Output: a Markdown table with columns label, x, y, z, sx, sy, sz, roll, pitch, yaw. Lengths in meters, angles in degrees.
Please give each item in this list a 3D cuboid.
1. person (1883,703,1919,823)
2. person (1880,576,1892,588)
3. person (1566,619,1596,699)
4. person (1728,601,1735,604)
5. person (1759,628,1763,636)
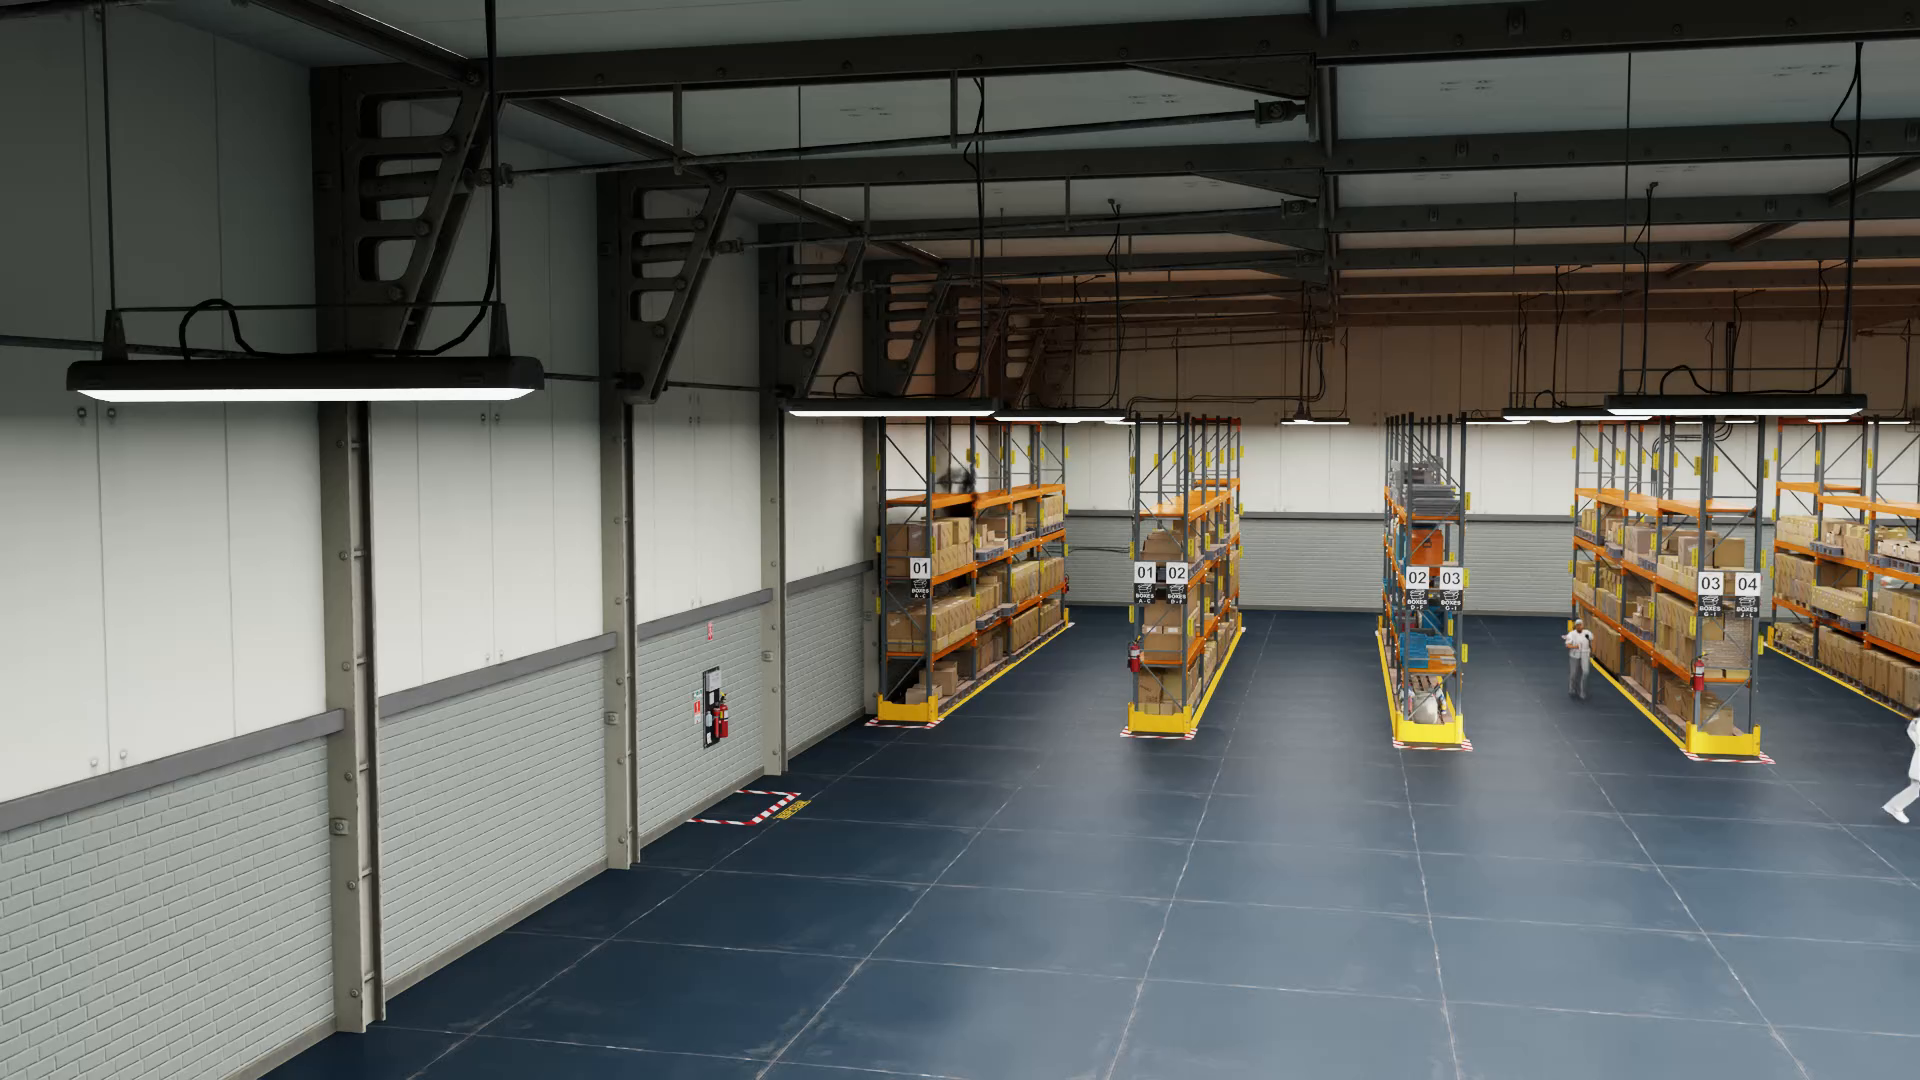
| label | x | y | z | sx | sy | sz | roll | pitch | yaw |
| --- | --- | --- | --- | --- | --- | --- | --- | --- | --- |
| person | 13.767 | 3.206 | 23.696 | 0.940 | 1.808 | 0.701 | 3 | 5 | 42 |
| person | 24.711 | 1.854 | 44.276 | 0.885 | 1.783 | 0.664 | 1 | 4 | 15 |
| person | 13.160 | 2.512 | 35.274 | 0.609 | 1.683 | 0.854 | 1 | 4 | 18 |
| person | 20.767 | 1.907 | 44.685 | 0.742 | 1.665 | 0.737 | -1 | 4 | -16 |
| person | 21.214 | 1.810 | 44.889 | 0.919 | 1.778 | 0.686 | 1 | 4 | 12 |
